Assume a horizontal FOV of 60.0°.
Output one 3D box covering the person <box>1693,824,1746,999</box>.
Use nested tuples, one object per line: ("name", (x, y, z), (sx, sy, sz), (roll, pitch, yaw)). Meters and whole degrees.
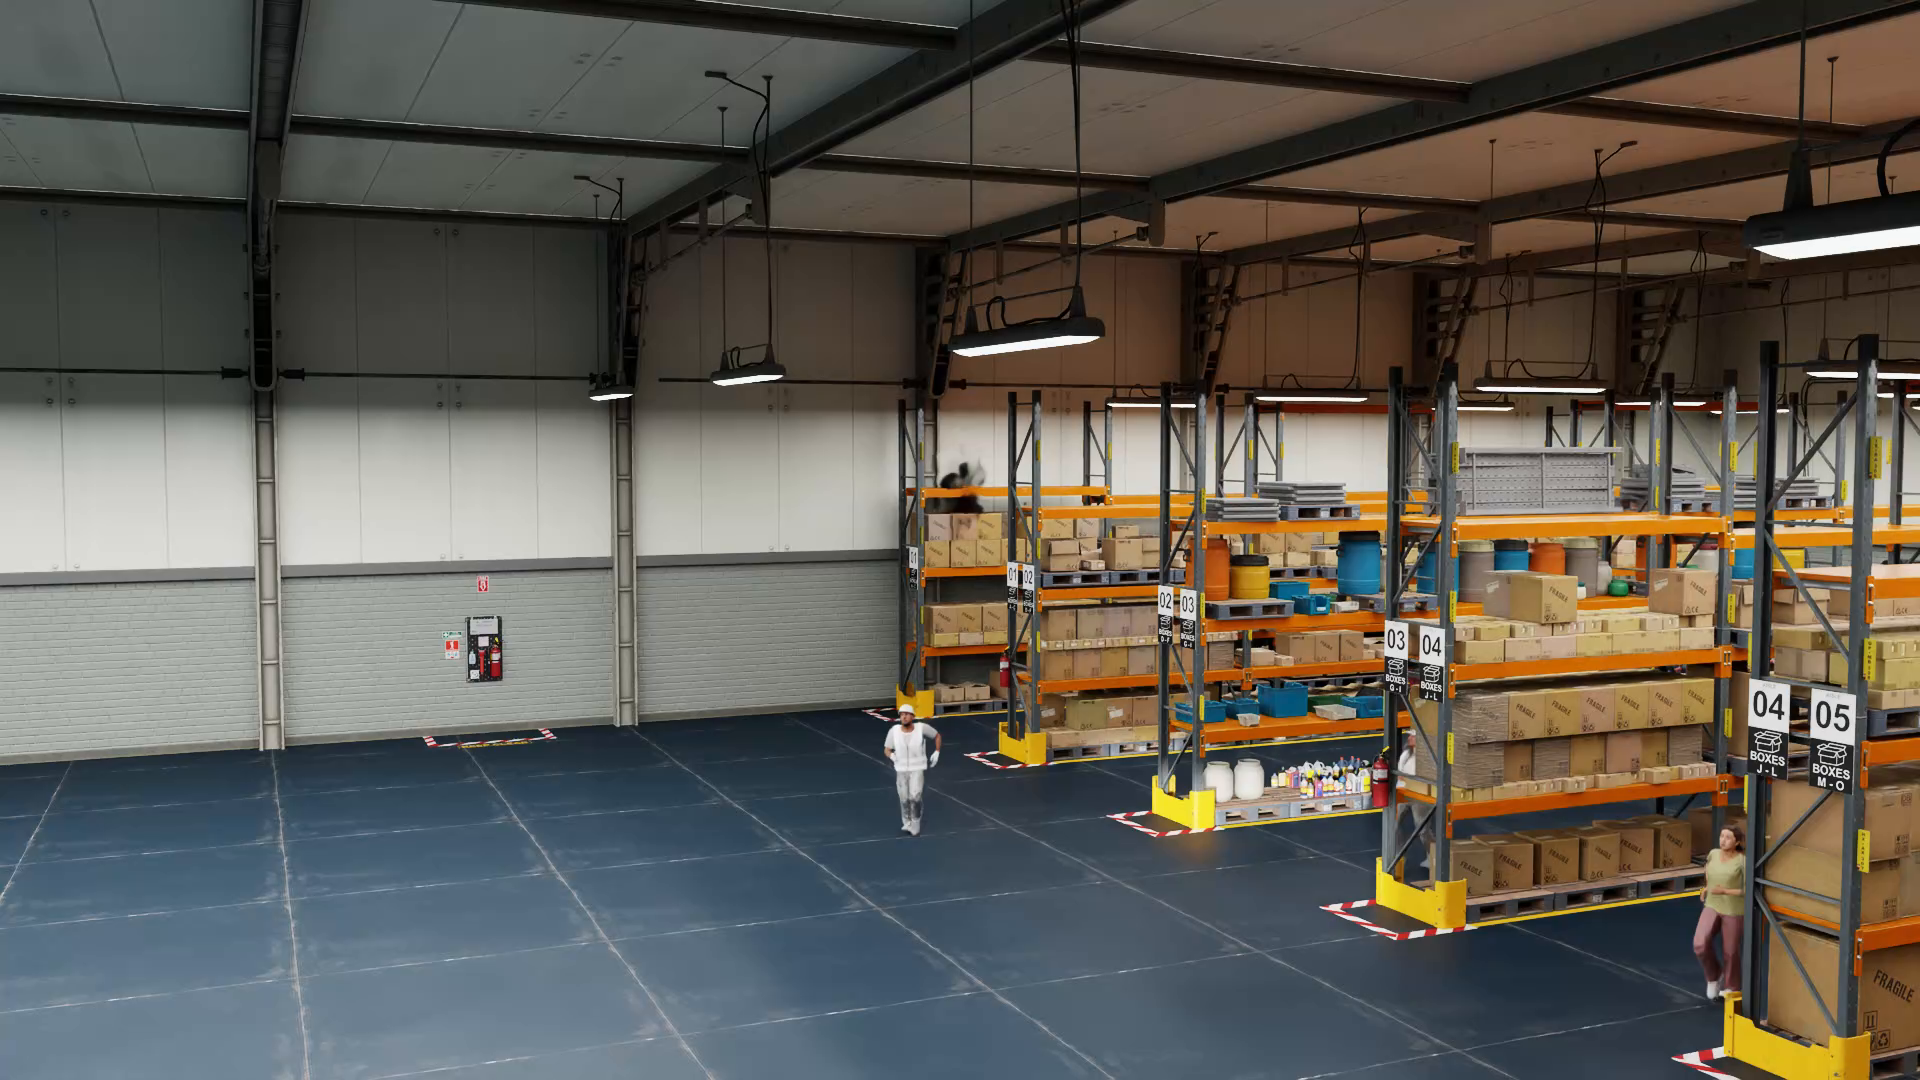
("person", (7.025, 3.425, 15.300), (0.599, 1.639, 0.565), (-3, 4, -41))

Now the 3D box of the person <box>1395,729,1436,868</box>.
("person", (5.434, 3.115, 19.939), (0.752, 1.831, 0.624), (-2, 4, -30))

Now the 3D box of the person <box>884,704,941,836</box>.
("person", (-0.641, 2.995, 21.665), (0.687, 1.727, 0.842), (1, 3, 12))
